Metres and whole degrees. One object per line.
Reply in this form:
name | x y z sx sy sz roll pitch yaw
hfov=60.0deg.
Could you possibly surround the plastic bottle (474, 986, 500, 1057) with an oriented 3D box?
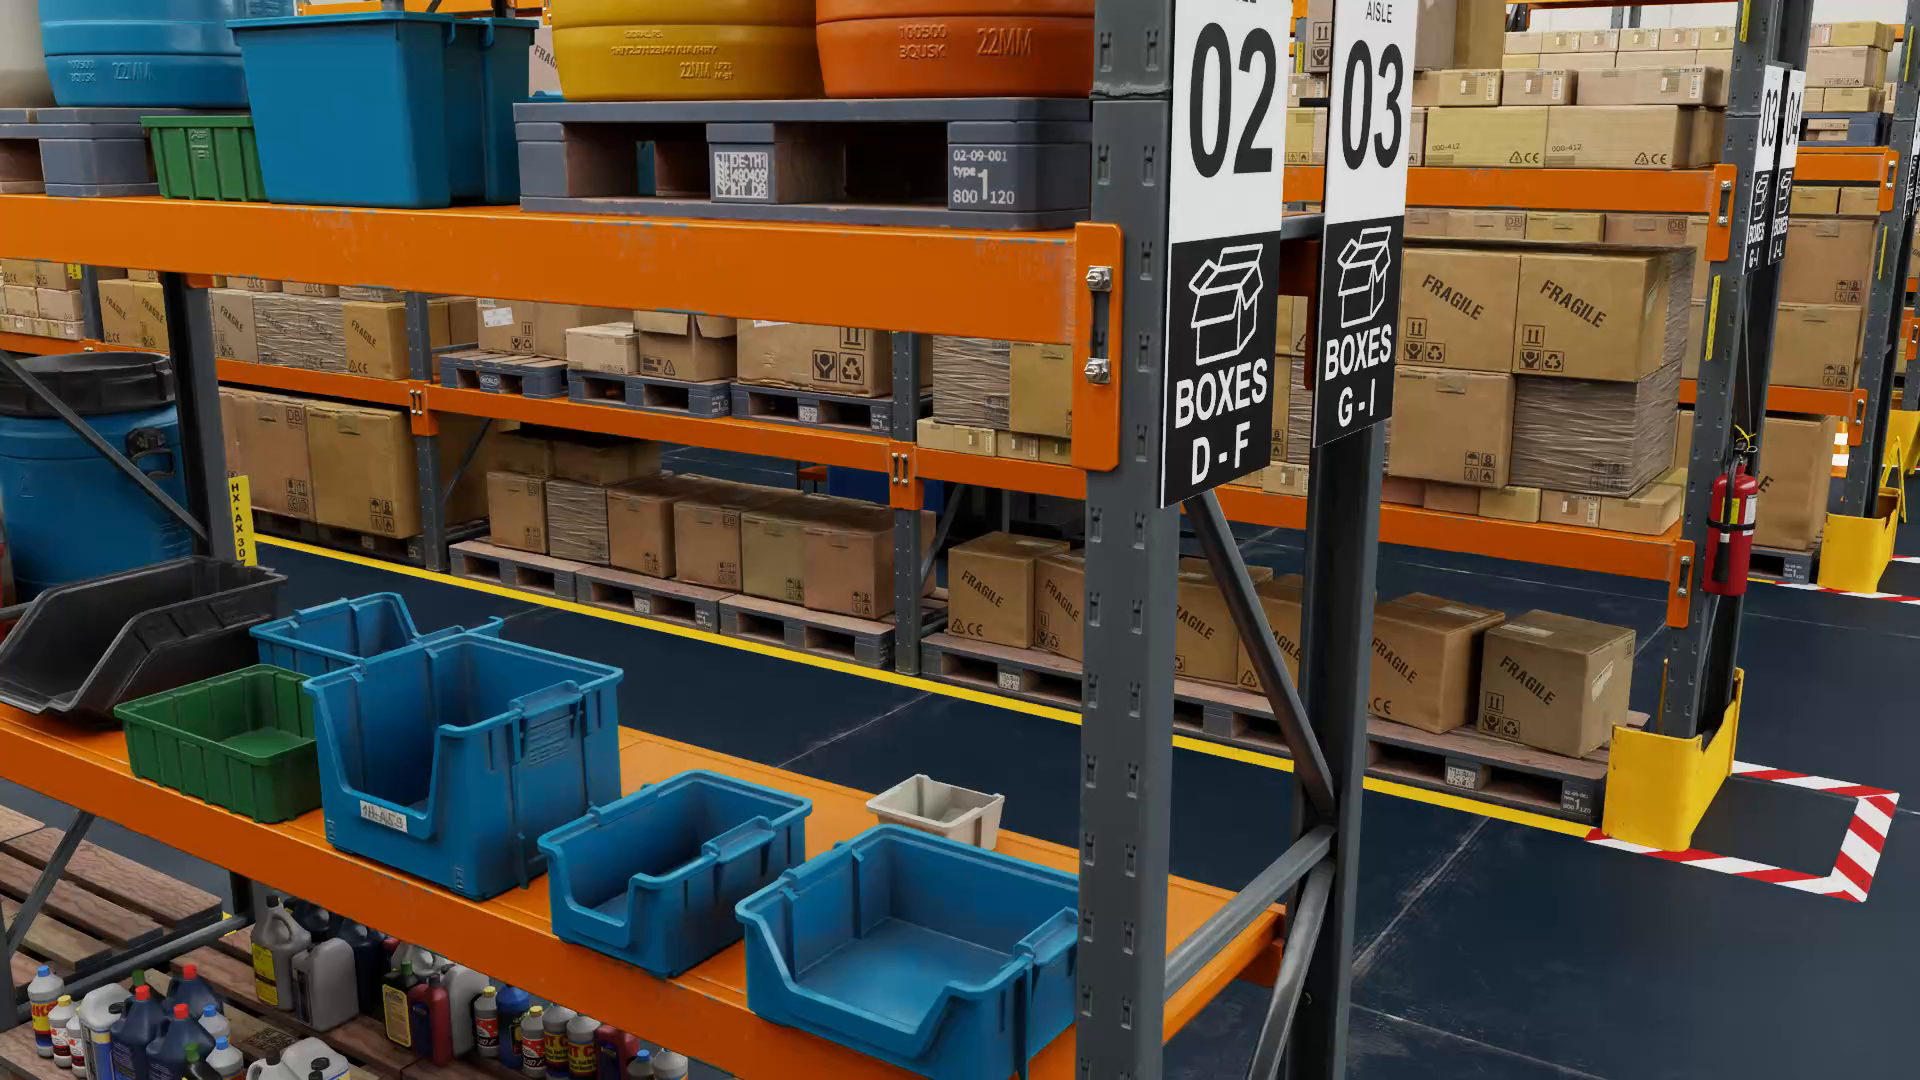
plastic bottle | -1.431 1.463 5.078 0.097 0.201 0.097 0 14 0

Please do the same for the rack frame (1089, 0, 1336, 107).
rack frame | 0.520 -2.188 2.436 0.127 3.000 1.000 9 17 33

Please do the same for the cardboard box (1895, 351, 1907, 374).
cardboard box | 11.016 -2.099 19.408 0.500 0.250 0.500 9 17 33

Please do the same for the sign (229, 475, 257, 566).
sign | -2.483 -0.055 5.727 0.005 0.325 0.100 9 17 33

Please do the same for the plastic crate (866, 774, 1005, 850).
plastic crate | -0.043 0.668 3.932 0.250 0.136 0.298 9 17 33

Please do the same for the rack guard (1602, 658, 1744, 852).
rack guard | 3.221 0.940 7.487 0.348 0.500 1.175 9 17 33

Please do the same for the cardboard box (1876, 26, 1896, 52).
cardboard box | 6.037 -3.321 11.035 0.250 0.149 0.380 9 17 33

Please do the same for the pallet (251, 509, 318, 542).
pallet | -4.974 -0.267 12.964 1.213 0.211 1.003 9 17 33

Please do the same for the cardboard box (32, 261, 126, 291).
cardboard box | -7.204 -2.317 13.573 0.500 0.500 0.500 10 17 34

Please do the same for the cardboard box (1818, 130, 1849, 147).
cardboard box | 7.937 -3.635 15.046 0.250 0.149 0.380 10 17 34

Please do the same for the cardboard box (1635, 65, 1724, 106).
cardboard box | 2.880 -1.815 6.655 0.250 0.149 0.380 9 17 33

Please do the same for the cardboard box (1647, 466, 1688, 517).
cardboard box | 3.181 -0.227 7.522 0.250 0.149 0.380 9 17 33

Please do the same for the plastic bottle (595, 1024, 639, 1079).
plastic bottle | -0.988 1.490 4.801 0.133 0.283 0.061 10 17 34

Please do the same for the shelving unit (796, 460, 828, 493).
shelving unit | -0.985 -0.728 12.765 0.503 1.200 0.258 8 16 30

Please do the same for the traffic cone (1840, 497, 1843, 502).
traffic cone | 7.401 -0.542 13.548 0.334 0.463 0.336 9 17 33

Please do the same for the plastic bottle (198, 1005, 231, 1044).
plastic bottle | -2.173 1.485 4.846 0.097 0.271 0.097 0 14 0

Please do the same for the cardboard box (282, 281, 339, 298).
cardboard box | -4.491 -2.061 12.112 0.637 0.503 0.797 10 17 34

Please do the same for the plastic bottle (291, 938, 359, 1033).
plastic bottle | -2.006 1.384 5.244 0.135 0.276 0.152 9 17 33

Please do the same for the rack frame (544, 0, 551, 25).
rack frame | -3.821 -5.760 16.866 0.127 3.000 1.000 9 17 33

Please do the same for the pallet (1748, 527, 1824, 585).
pallet | 5.429 0.023 11.791 1.213 0.211 1.003 9 17 33

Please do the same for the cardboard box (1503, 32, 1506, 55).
cardboard box | 3.777 -3.496 11.743 0.250 0.149 0.380 9 17 33

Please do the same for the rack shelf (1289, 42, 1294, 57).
rack shelf | 3.285 -6.940 23.959 4.000 0.370 1.077 9 17 33

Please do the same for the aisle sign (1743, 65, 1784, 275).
aisle sign | 3.168 -1.457 6.558 0.004 0.787 0.394 9 17 33

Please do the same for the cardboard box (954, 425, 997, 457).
cardboard box | 0.176 -0.553 8.838 0.250 0.149 0.380 9 17 33

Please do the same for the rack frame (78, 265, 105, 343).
rack frame | -6.673 -1.873 13.647 0.127 3.000 1.000 9 17 33

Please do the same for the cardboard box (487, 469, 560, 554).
cardboard box | -2.787 -0.251 11.381 0.500 0.500 0.700 8 16 30

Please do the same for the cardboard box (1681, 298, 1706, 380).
cardboard box | 5.335 -1.422 11.513 0.550 0.550 0.875 9 17 33

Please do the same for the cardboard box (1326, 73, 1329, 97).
cardboard box | 1.804 -1.991 7.365 0.250 0.149 0.380 8 16 30

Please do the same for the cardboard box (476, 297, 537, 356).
cardboard box | -2.883 -1.524 11.157 0.500 0.500 0.500 7 15 26

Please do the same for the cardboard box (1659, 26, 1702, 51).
cardboard box | 4.826 -3.326 11.057 0.250 0.149 0.380 9 17 33

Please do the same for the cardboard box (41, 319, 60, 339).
cardboard box | -7.323 -1.761 13.718 0.250 0.149 0.380 10 17 34

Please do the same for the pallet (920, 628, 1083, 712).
pallet | 0.542 0.637 9.313 1.213 0.211 1.003 9 17 33

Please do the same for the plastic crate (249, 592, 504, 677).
plastic crate | -1.729 0.354 4.960 0.616 0.251 0.499 9 17 33

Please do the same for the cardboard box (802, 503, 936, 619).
cardboard box | -0.532 0.113 9.910 0.500 0.500 0.700 8 16 29

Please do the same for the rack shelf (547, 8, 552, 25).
rack shelf | -2.161 -4.949 15.917 4.000 0.370 1.077 9 17 33

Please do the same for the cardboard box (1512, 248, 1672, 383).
cardboard box | 2.690 -0.966 7.077 0.500 0.500 0.500 9 17 33

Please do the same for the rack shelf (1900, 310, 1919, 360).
rack shelf | 7.156 -2.159 16.298 4.000 0.370 1.077 9 17 33

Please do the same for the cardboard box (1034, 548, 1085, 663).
cardboard box | 0.754 0.346 9.010 0.500 0.500 0.500 -11 17 -36

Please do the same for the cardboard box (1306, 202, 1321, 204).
cardboard box | 4.016 -3.496 18.501 0.500 0.500 0.500 8 16 31

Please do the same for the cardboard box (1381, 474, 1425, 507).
cardboard box | 2.106 -0.274 7.711 0.250 0.149 0.380 9 17 33

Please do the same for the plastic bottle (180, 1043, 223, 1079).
plastic bottle | -2.090 1.539 4.600 0.133 0.283 0.061 10 17 35

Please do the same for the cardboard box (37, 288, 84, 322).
cardboard box | -7.186 -1.951 13.657 0.500 0.250 0.500 9 16 32

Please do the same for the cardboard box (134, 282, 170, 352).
cardboard box | -6.013 -1.743 12.913 0.500 0.500 0.500 9 17 33

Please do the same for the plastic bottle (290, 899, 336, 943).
plastic bottle | -2.104 1.289 5.472 0.185 0.351 0.144 9 16 31

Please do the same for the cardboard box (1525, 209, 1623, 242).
cardboard box | 4.441 -2.096 11.989 0.500 0.550 0.875 9 17 33

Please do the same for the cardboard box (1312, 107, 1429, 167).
cardboard box | 1.906 -1.798 7.413 0.500 0.250 0.500 10 17 34

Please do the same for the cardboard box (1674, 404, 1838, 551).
cardboard box | 5.537 -0.489 11.605 0.875 0.875 0.875 9 17 33

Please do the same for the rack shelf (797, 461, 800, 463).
rack shelf | -0.985 -0.662 12.782 0.480 0.148 0.258 8 16 30

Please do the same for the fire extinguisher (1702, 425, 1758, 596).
fire extinguisher | 3.122 -0.119 6.722 0.183 0.674 0.296 9 17 33

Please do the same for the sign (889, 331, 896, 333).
sign | -0.342 -1.251 8.725 0.005 0.325 0.100 9 17 33

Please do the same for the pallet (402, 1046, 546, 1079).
pallet | -1.249 1.803 4.601 1.213 0.211 1.003 9 17 33

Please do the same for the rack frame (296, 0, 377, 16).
rack frame | -7.140 -6.297 19.033 0.127 3.000 1.000 9 17 33

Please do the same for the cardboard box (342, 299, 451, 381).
cardboard box | -3.902 -1.402 11.536 0.500 0.500 0.500 10 17 35

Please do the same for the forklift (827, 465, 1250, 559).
forklift | 0.533 -1.344 11.655 3.031 2.935 1.130 8 16 30

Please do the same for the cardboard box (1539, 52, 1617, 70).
cardboard box | 4.326 -3.231 11.503 0.500 0.250 0.500 9 17 33

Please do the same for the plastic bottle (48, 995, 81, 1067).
plastic bottle | -2.695 1.476 5.026 0.097 0.201 0.097 0 14 0

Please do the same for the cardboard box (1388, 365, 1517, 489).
cardboard box | 2.361 -0.579 7.592 0.500 0.500 0.875 9 17 33

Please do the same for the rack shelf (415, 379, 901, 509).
rack shelf | -1.694 -0.719 10.483 4.000 0.370 1.077 9 17 33

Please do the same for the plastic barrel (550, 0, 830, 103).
plastic barrel | -0.497 -1.155 3.238 0.600 0.588 0.600 0 14 0

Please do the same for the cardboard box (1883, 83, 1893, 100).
cardboard box | 8.177 -3.990 14.818 0.250 0.149 0.380 10 17 34
